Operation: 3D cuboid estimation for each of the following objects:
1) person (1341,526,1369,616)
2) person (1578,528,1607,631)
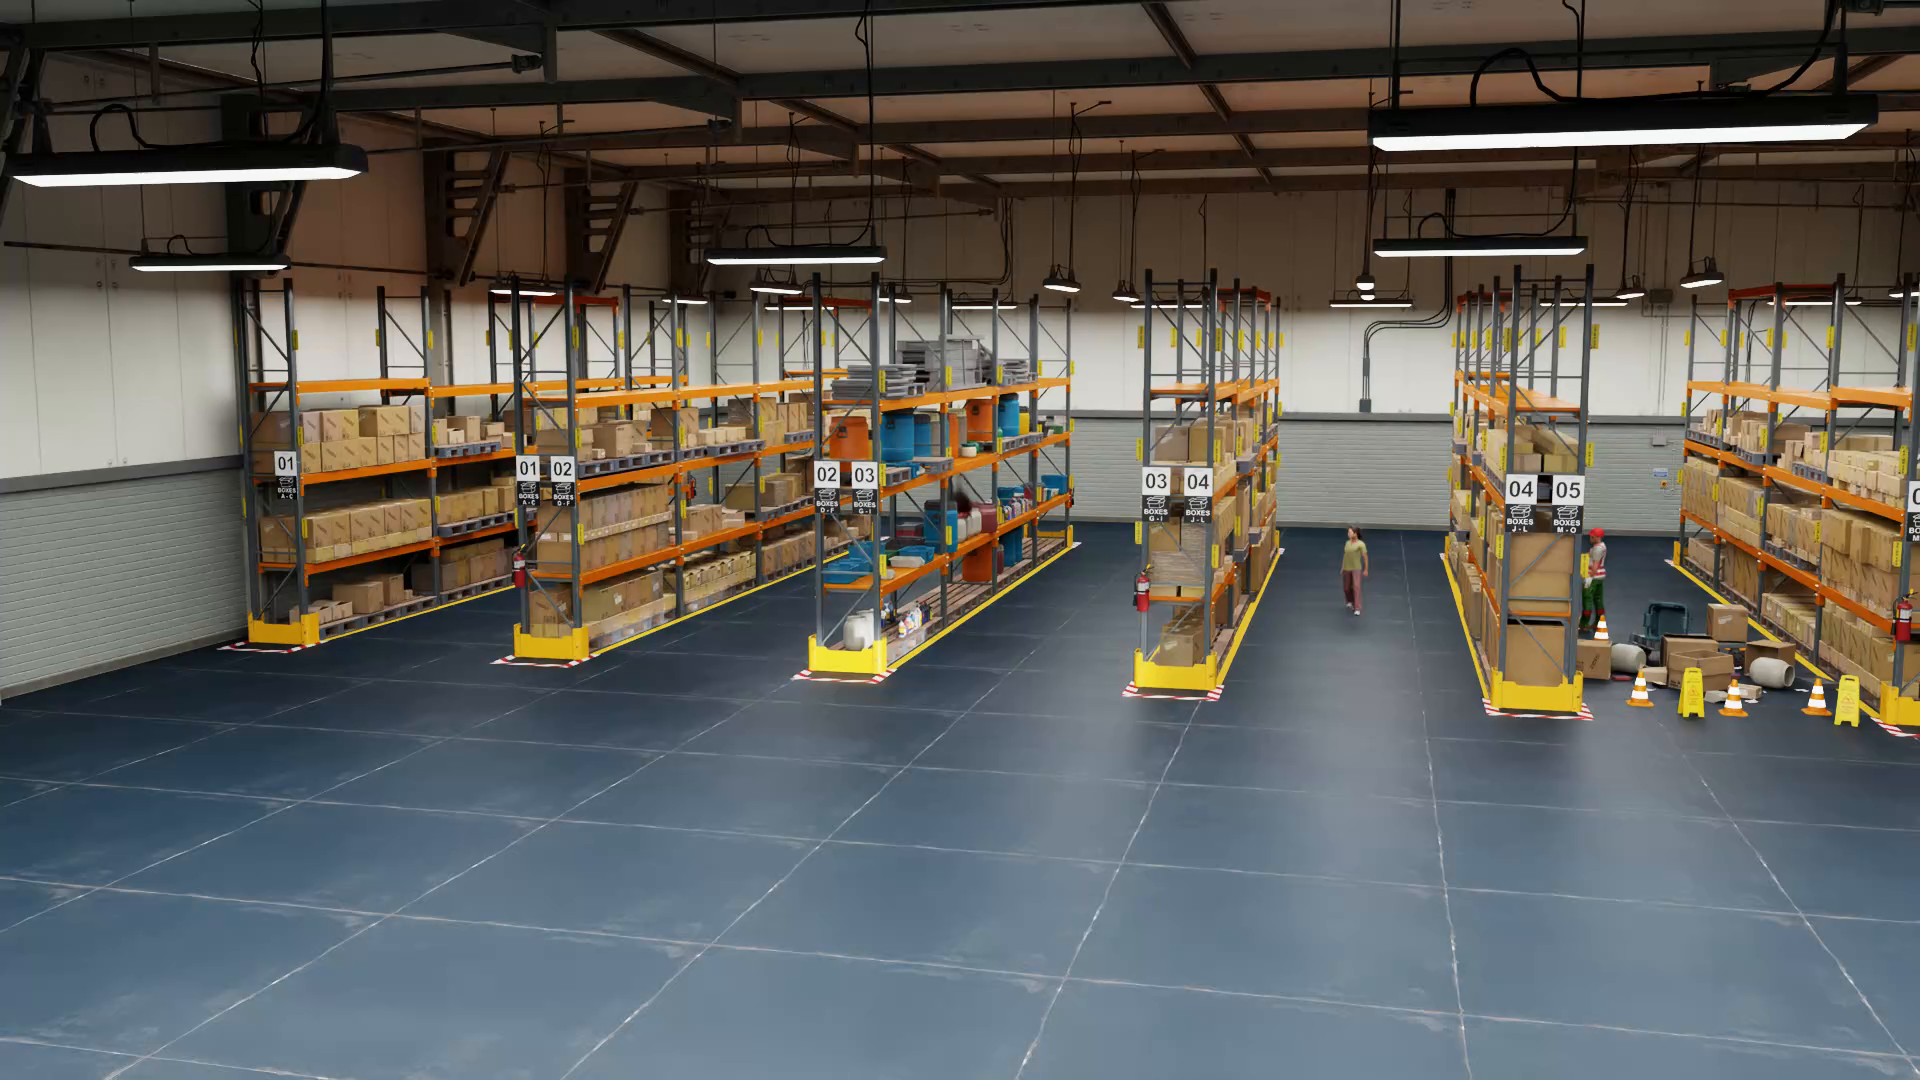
[{"bbox_3d":[7.253,0.543,30.538,0.513,1.627,0.940,4,8,31],"label":"person"},{"bbox_3d":[10.967,0.675,28.820,0.599,1.795,0.463,-6,9,-41],"label":"person"}]
